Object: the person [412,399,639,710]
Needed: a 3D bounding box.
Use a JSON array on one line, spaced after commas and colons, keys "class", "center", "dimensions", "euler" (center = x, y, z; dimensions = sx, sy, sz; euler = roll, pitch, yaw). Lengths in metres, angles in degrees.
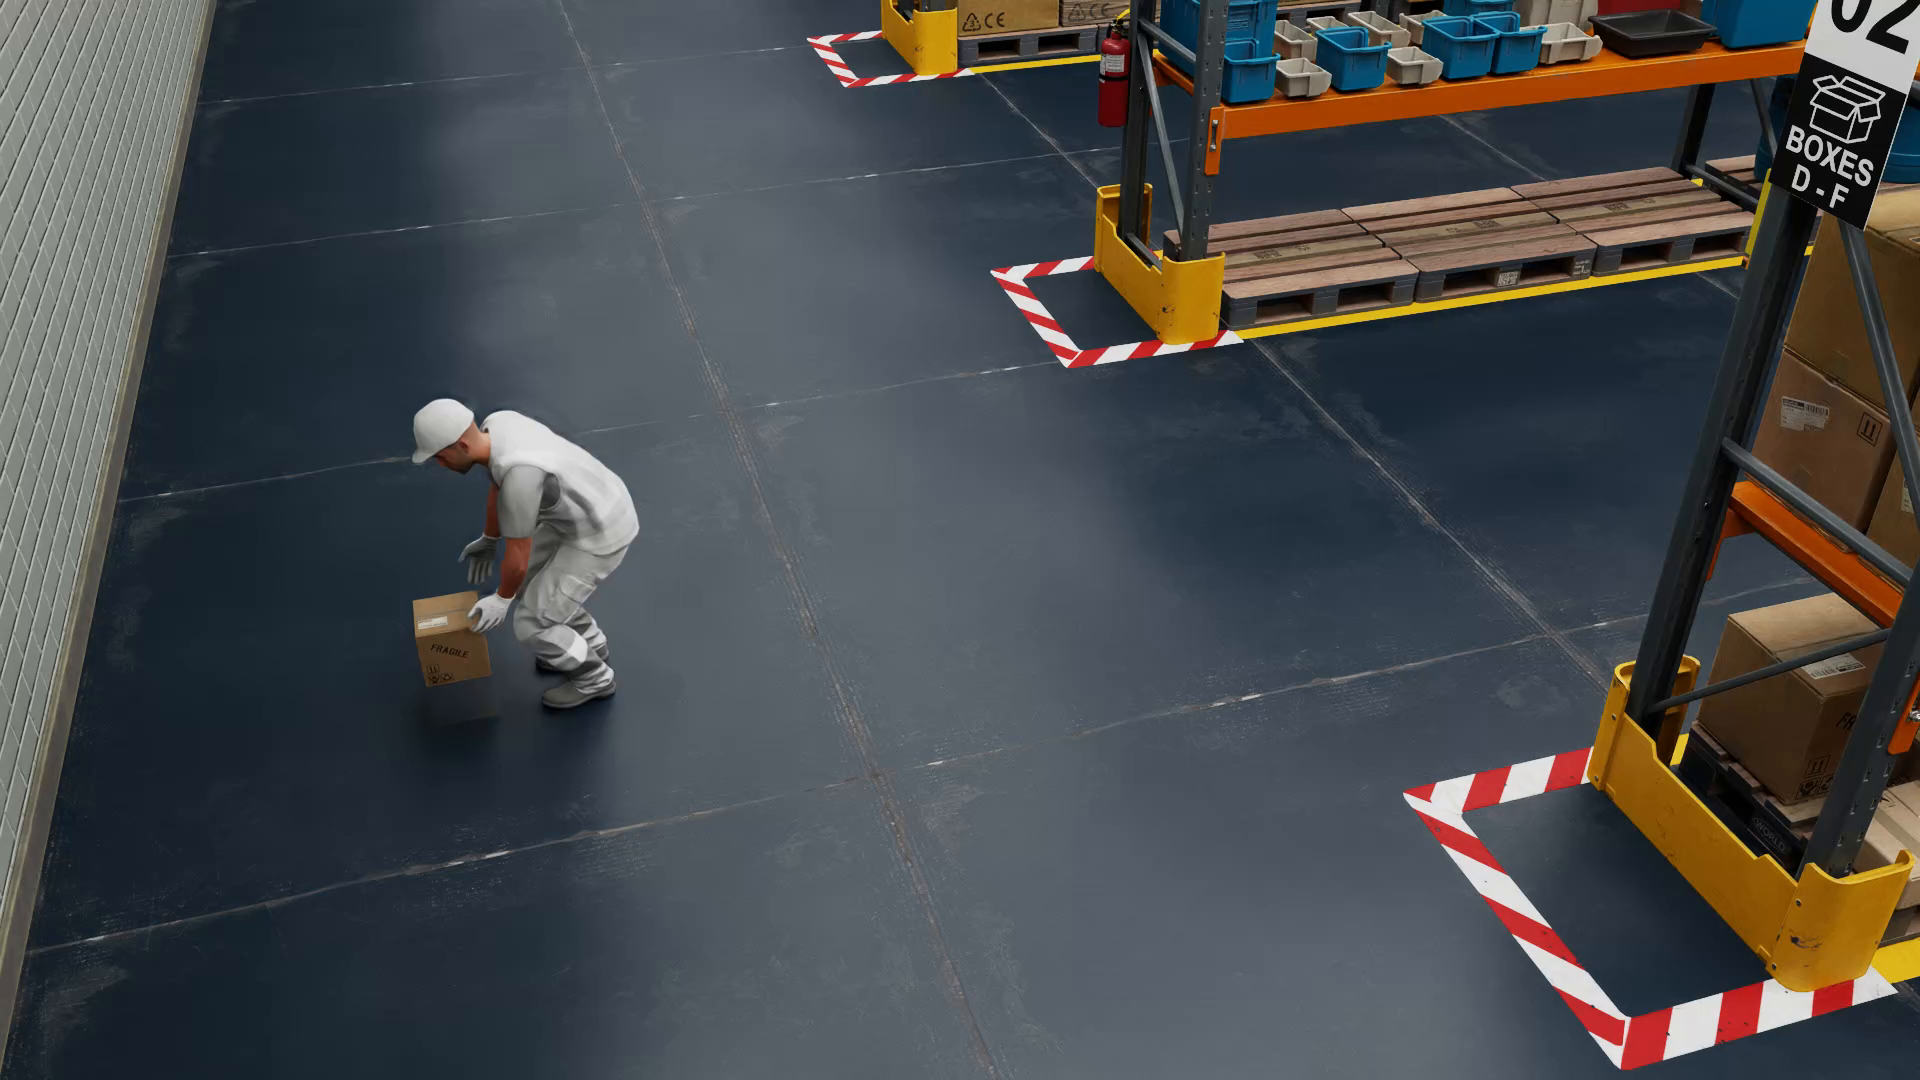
[{"class": "person", "center": [-1.628, 0.035, 6.433], "dimensions": [0.780, 1.384, 0.584], "euler": [-10, 35, -15]}]
